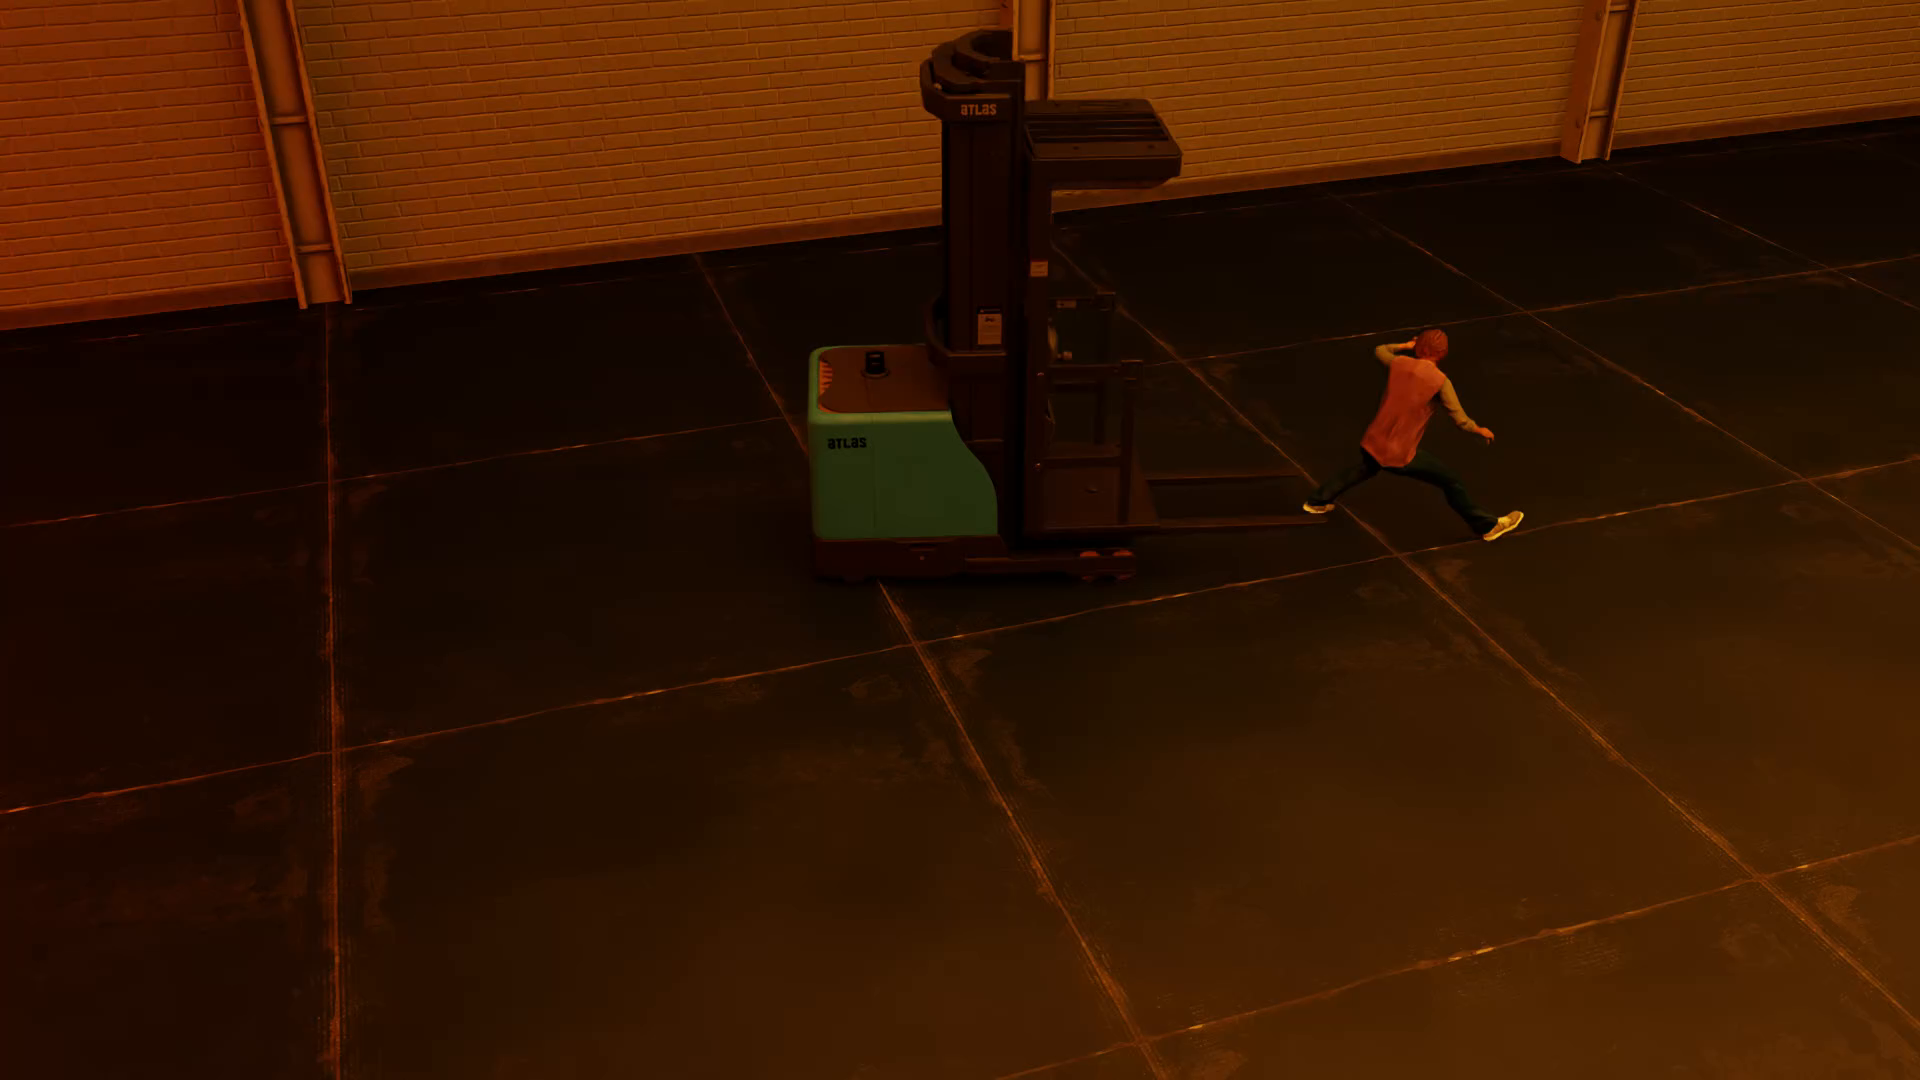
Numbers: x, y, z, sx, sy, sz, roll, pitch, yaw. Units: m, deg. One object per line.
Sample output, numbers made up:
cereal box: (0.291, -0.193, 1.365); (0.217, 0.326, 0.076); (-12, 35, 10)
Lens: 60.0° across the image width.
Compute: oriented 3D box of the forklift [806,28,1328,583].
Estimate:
forklift: (0.630, -1.301, 9.349); (3.031, 2.935, 1.130); (-2, 30, -3)

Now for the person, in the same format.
person: (2.740, -0.619, 9.872); (0.922, 1.302, 0.977); (-17, 34, -27)
